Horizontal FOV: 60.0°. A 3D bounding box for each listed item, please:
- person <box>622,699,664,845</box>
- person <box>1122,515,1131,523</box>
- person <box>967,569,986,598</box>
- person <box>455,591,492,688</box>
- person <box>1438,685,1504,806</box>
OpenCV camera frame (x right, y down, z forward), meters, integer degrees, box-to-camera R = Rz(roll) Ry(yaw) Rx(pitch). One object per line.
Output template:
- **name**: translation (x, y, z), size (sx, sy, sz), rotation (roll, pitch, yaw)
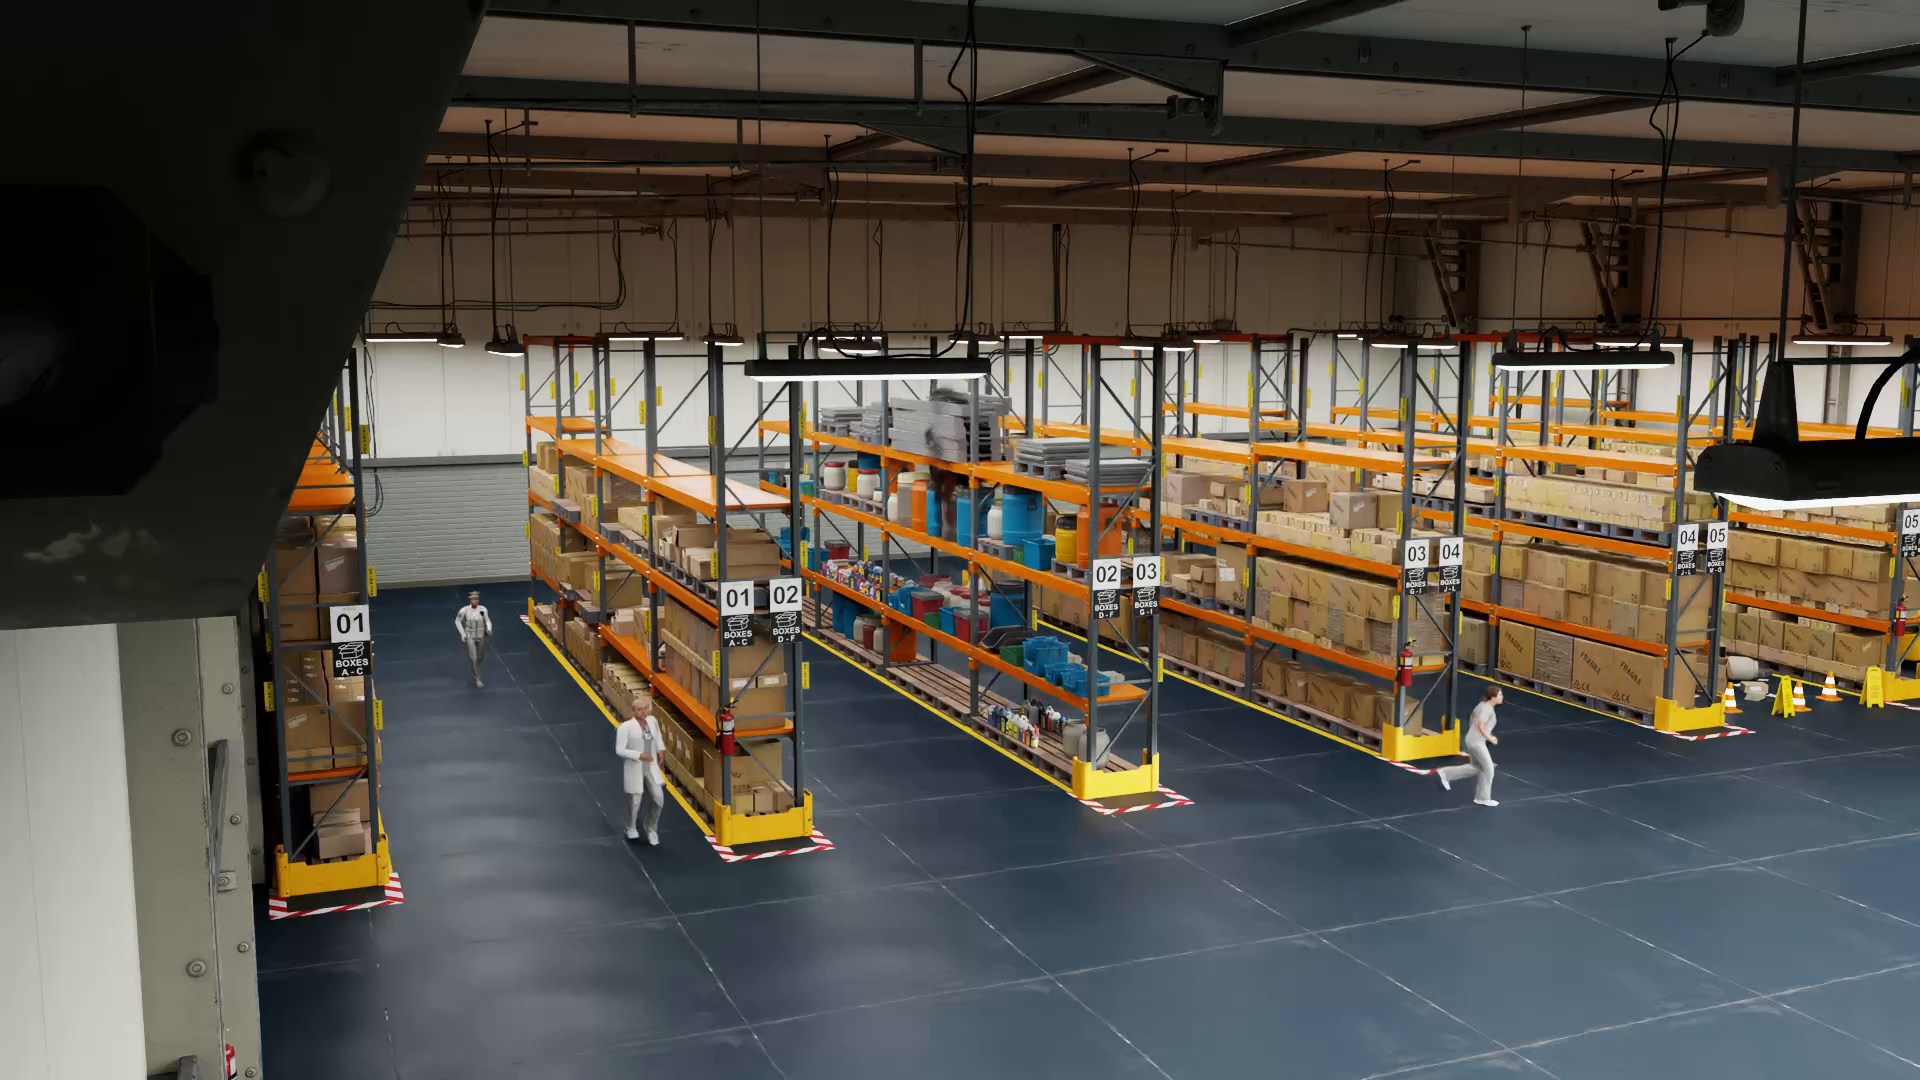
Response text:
- **person**: translation (-3.825, 2.816, 20.066), size (0.687, 1.840, 0.796), rotation (-6, 10, -38)
- **person**: translation (3.974, 0.069, 40.824), size (0.824, 1.765, 0.690), rotation (6, 10, 39)
- **person**: translation (0.342, 1.296, 31.922), size (0.511, 1.570, 0.636), rotation (-5, 9, -31)
- **person**: translation (-8.462, 1.684, 28.911), size (0.603, 1.671, 0.782), rotation (-5, 9, -31)
- **person**: translation (6.653, 2.674, 21.695), size (0.786, 1.617, 0.538), rotation (2, 8, 17)
